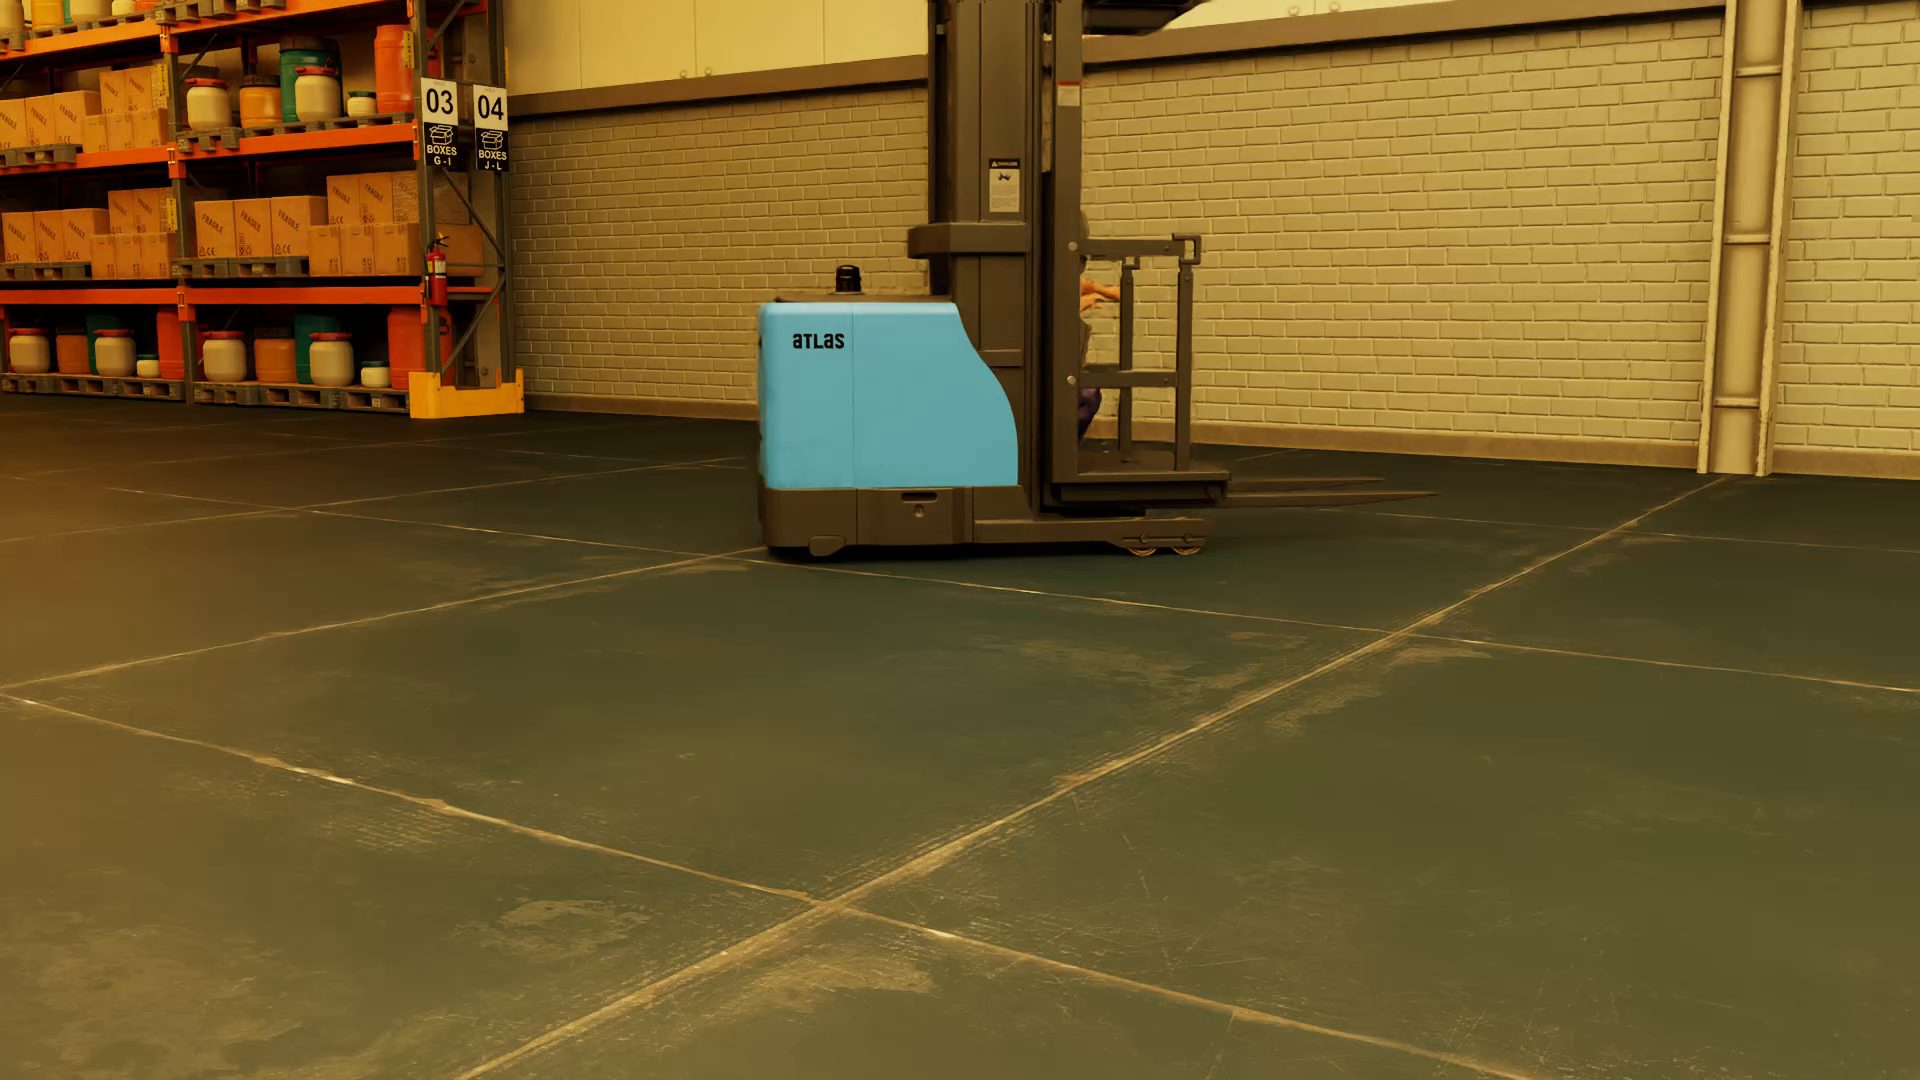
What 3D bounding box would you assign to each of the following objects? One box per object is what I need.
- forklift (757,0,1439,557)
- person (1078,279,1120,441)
[{"bbox_3d":[0.615,-1.453,7.413,3.031,2.935,1.130,-1,8,-9],"label":"forklift"},{"bbox_3d":[0.505,-0.719,8.084,1.286,1.344,0.709,-6,10,-36],"label":"person"}]
